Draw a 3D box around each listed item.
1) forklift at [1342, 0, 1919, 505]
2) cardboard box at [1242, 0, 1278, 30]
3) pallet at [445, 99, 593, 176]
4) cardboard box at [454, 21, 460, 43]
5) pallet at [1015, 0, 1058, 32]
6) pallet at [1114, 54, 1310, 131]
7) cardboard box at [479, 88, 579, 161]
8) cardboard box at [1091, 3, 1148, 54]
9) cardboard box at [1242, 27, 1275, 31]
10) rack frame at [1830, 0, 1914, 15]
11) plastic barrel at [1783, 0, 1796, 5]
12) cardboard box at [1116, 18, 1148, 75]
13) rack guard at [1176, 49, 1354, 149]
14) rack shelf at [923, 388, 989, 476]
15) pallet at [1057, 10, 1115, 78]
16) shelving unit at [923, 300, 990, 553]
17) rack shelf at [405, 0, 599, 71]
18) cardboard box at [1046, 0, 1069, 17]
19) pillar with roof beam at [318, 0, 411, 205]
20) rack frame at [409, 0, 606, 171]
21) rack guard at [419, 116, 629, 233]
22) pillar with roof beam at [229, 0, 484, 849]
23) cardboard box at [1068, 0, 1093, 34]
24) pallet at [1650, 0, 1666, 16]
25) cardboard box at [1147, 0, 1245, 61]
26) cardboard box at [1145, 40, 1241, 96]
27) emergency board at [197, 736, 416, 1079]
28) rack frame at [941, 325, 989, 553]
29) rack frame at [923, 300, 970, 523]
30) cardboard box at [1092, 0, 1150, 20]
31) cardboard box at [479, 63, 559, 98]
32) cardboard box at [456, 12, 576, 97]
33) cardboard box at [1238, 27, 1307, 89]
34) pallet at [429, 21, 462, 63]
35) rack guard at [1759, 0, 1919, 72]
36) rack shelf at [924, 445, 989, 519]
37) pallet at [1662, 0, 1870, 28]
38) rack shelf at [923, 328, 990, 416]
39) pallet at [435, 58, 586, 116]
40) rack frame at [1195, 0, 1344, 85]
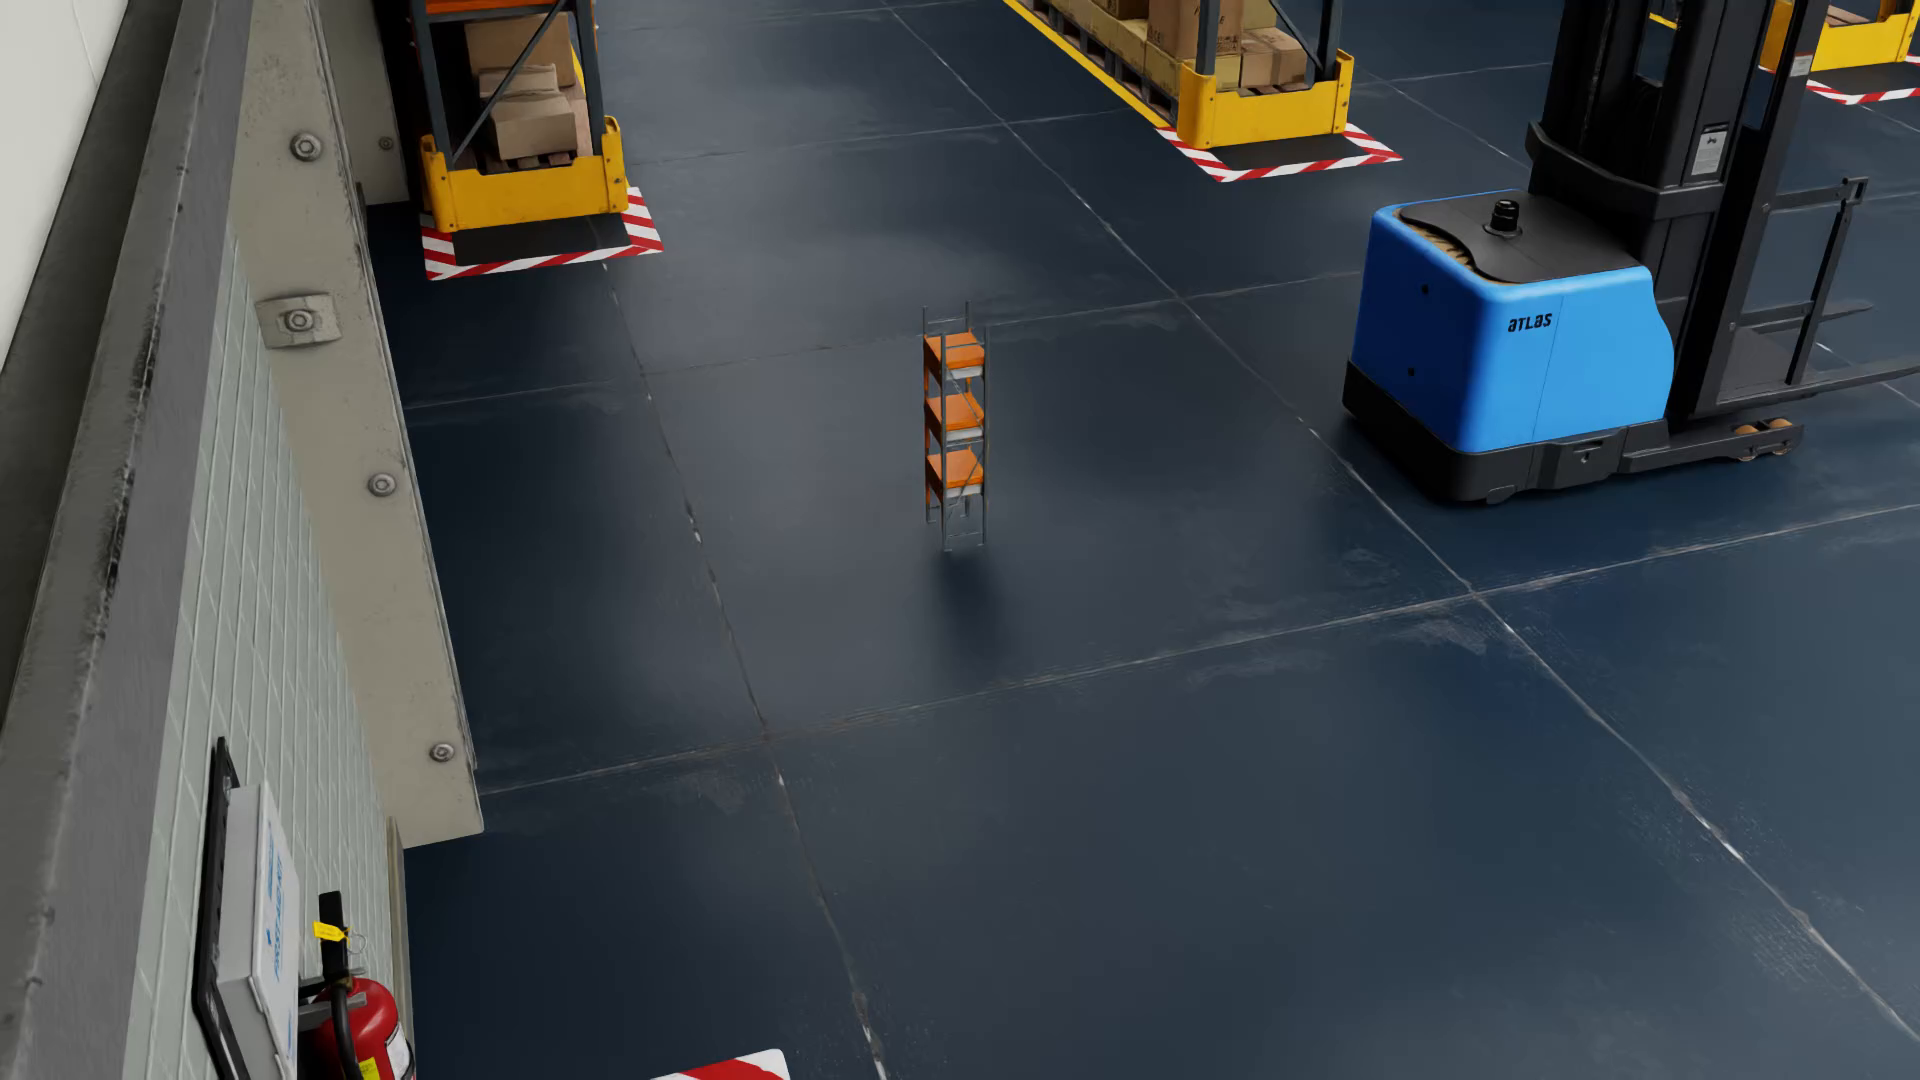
[{"bbox_3d":[3.443,-1.858,7.403,3.031,2.935,1.130,-10,35,-15],"label":"forklift"},{"bbox_3d":[1.972,-4.009,12.029,0.500,0.500,0.500,-10,35,-15],"label":"cardboard box"},{"bbox_3d":[-2.876,-2.561,10.934,1.003,0.211,1.213,-10,35,-15],"label":"pallet"},{"bbox_3d":[-3.504,-3.955,12.382,0.500,0.500,0.500,-13,35,-18],"label":"cardboard box"},{"bbox_3d":[1.061,-4.599,14.019,1.003,0.211,1.213,-10,35,-15],"label":"pallet"},{"bbox_3d":[1.805,-3.318,12.080,1.003,0.211,1.213,-10,35,-15],"label":"pallet"},{"bbox_3d":[-2.764,-2.692,10.643,0.500,0.311,0.500,-14,36,-20],"label":"cardboard box"},{"bbox_3d":[1.315,-3.870,12.498,0.500,0.250,0.500,-10,35,-15],"label":"cardboard box"},{"bbox_3d":[1.970,-3.696,12.236,0.500,0.250,0.500,-10,35,-15],"label":"cardboard box"},{"bbox_3d":[6.797,-4.918,11.972,1.000,3.000,0.127,-10,35,-15],"label":"rack frame"},{"bbox_3d":[6.523,-4.388,13.045,0.421,0.512,0.421,0,33,0],"label":"plastic barrel"},{"bbox_3d":[1.469,-3.607,12.102,0.500,0.250,0.500,-10,35,-15],"label":"cardboard box"},{"bbox_3d":[2.086,-3.032,11.384,1.175,0.500,0.348,-10,35,-15],"label":"rack guard"},{"bbox_3d":[-0.016,-0.457,7.009,0.215,0.259,0.240,-10,35,-15],"label":"rack shelf"},{"bbox_3d":[1.437,-3.958,13.048,1.003,0.211,1.213,-10,35,-15],"label":"pallet"},{"bbox_3d":[-0.016,-0.466,7.003,0.215,1.050,0.252,-10,35,-15],"label":"shelving unit"},{"bbox_3d":[-3.248,-4.002,11.238,1.077,0.370,4.000,-10,35,-15],"label":"rack shelf"},{"bbox_3d":[1.006,-4.394,13.292,0.500,0.250,0.500,-10,35,-15],"label":"cardboard box"},{"bbox_3d":[0.424,-6.701,9.228,9.100,9.000,0.400,-10,35,-15],"label":"pillar with roof beam"},{"bbox_3d":[-2.638,-3.252,9.451,1.000,3.000,0.127,-10,35,-15],"label":"rack frame"},{"bbox_3d":[-2.661,-2.249,10.200,1.175,0.500,0.348,-10,35,-15],"label":"rack guard"},{"bbox_3d":[2.254,-3.551,4.461,9.100,9.000,0.400,-10,35,-15],"label":"pillar with roof beam"},{"bbox_3d":[1.164,-4.132,12.896,0.500,0.250,0.500,-10,35,-15],"label":"cardboard box"},{"bbox_3d":[6.117,-4.853,14.404,1.003,0.211,1.213,-10,35,-15],"label":"pallet"},{"bbox_3d":[1.631,-3.659,11.500,0.500,0.500,0.500,-10,35,-15],"label":"cardboard box"},{"bbox_3d":[1.633,-3.347,11.707,0.500,0.250,0.500,-10,35,-15],"label":"cardboard box"},{"bbox_3d":[-1.128,0.980,3.046,0.194,1.169,0.643,-10,35,-15],"label":"emergency board"},{"bbox_3d":[0.021,-0.402,6.906,0.200,1.050,0.008,-10,35,-15],"label":"rack frame"},{"bbox_3d":[-0.054,-0.530,7.100,0.200,1.050,0.008,-10,35,-15],"label":"rack frame"},{"bbox_3d":[1.312,-4.182,12.291,0.500,0.500,0.500,-10,35,-15],"label":"cardboard box"},{"bbox_3d":[-2.937,-2.992,11.096,0.500,0.311,0.500,-7,34,-11],"label":"cardboard box"},{"bbox_3d":[-3.114,-3.464,11.640,0.700,0.500,0.500,-12,35,-18],"label":"cardboard box"},{"bbox_3d":[2.126,-3.434,11.839,0.500,0.250,0.500,-10,35,-15],"label":"cardboard box"},{"bbox_3d":[-3.620,-3.842,12.873,1.003,0.211,1.213,-10,35,-15],"label":"pallet"},{"bbox_3d":[6.729,-3.907,12.709,1.175,0.500,0.348,-10,35,-15],"label":"rack guard"},{"bbox_3d":[-0.016,-0.225,7.162,0.215,0.259,0.240,-10,35,-15],"label":"rack shelf"},{"bbox_3d":[6.486,-4.214,13.436,1.003,0.211,1.213,-10,35,-15],"label":"pallet"},{"bbox_3d":[-0.016,-0.694,6.852,0.215,0.259,0.240,-10,35,-15],"label":"rack shelf"},{"bbox_3d":[-3.244,-3.200,11.902,1.003,0.211,1.213,-10,35,-15],"label":"pallet"},{"bbox_3d":[2.078,-4.087,10.714,1.000,3.000,0.127,-10,35,-15],"label":"rack frame"}]
